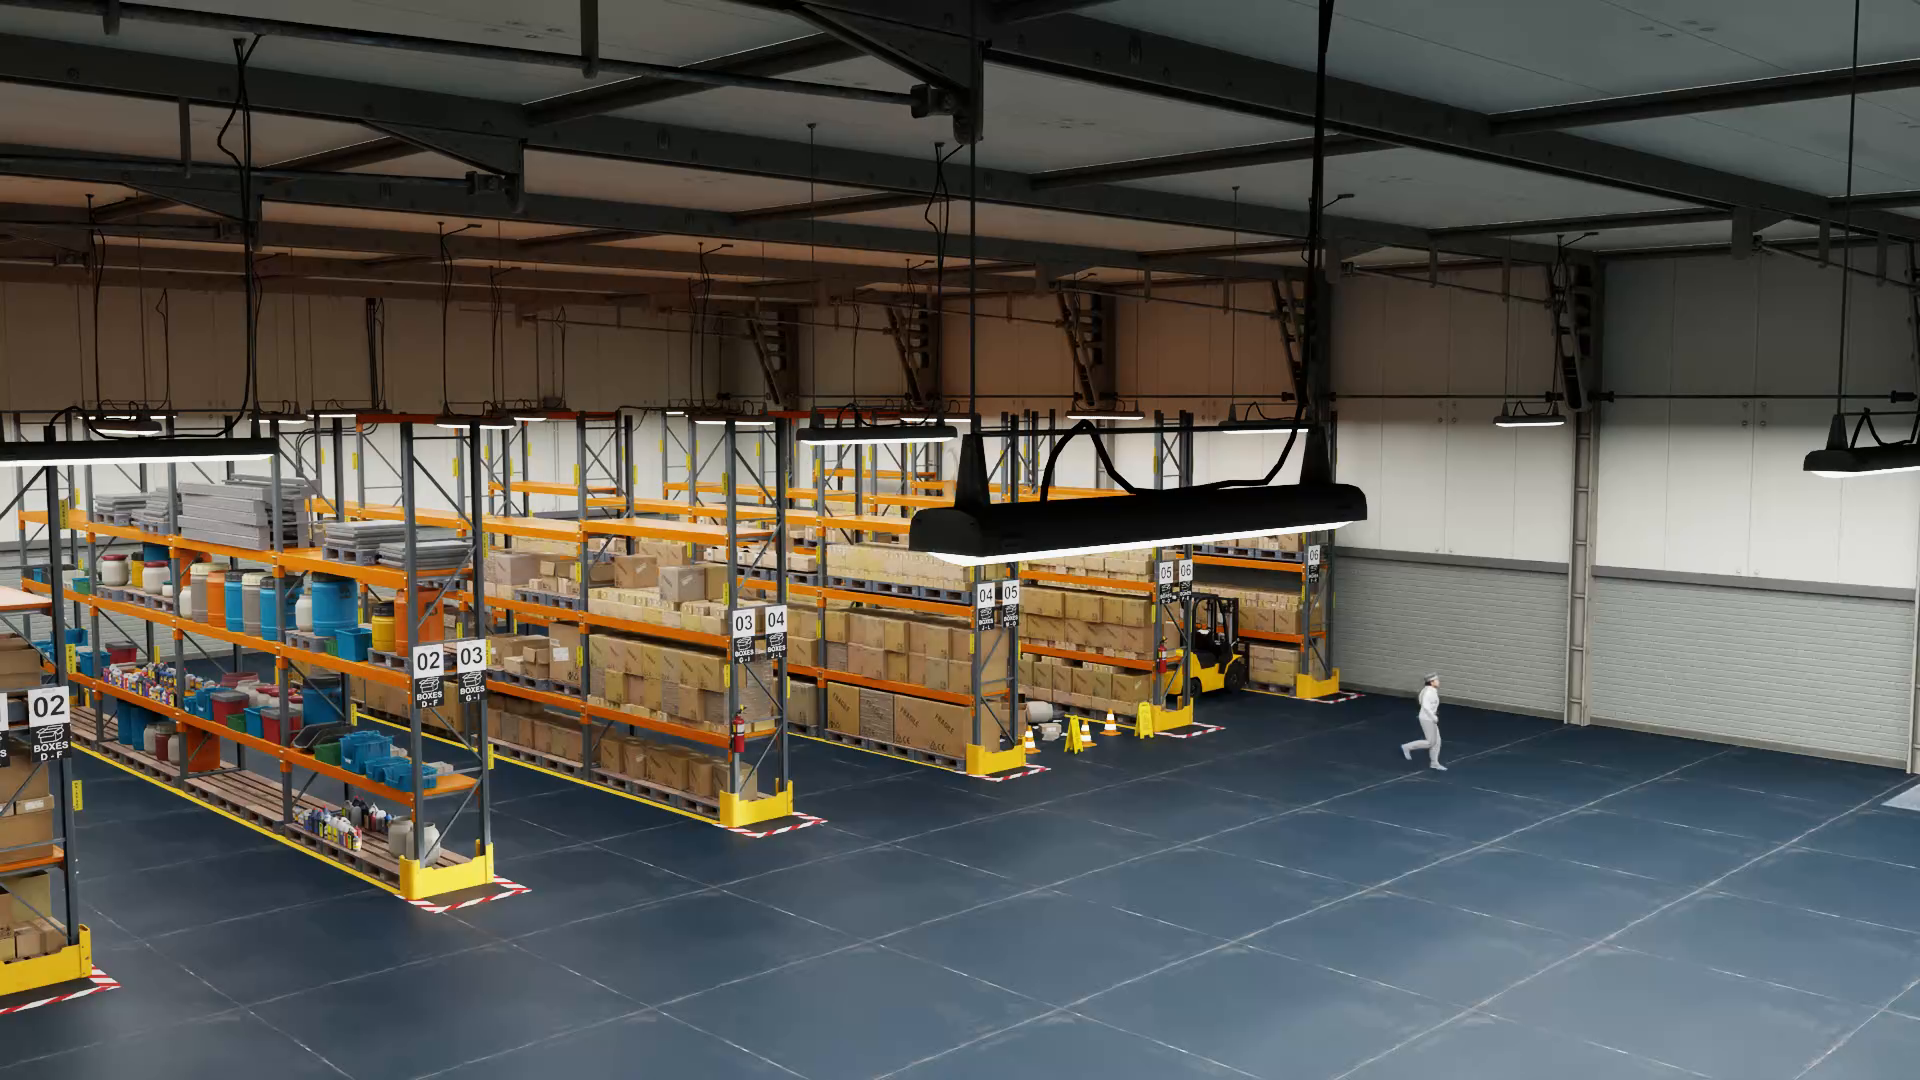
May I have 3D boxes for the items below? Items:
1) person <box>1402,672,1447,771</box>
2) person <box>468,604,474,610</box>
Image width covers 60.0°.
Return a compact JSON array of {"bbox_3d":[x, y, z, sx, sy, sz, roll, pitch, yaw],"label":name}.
[{"bbox_3d":[7.907,3.062,28.268,0.751,1.677,0.644,1,5,14],"label":"person"},{"bbox_3d":[-10.968,2.251,37.236,0.579,1.658,0.938,-4,6,-36],"label":"person"}]
